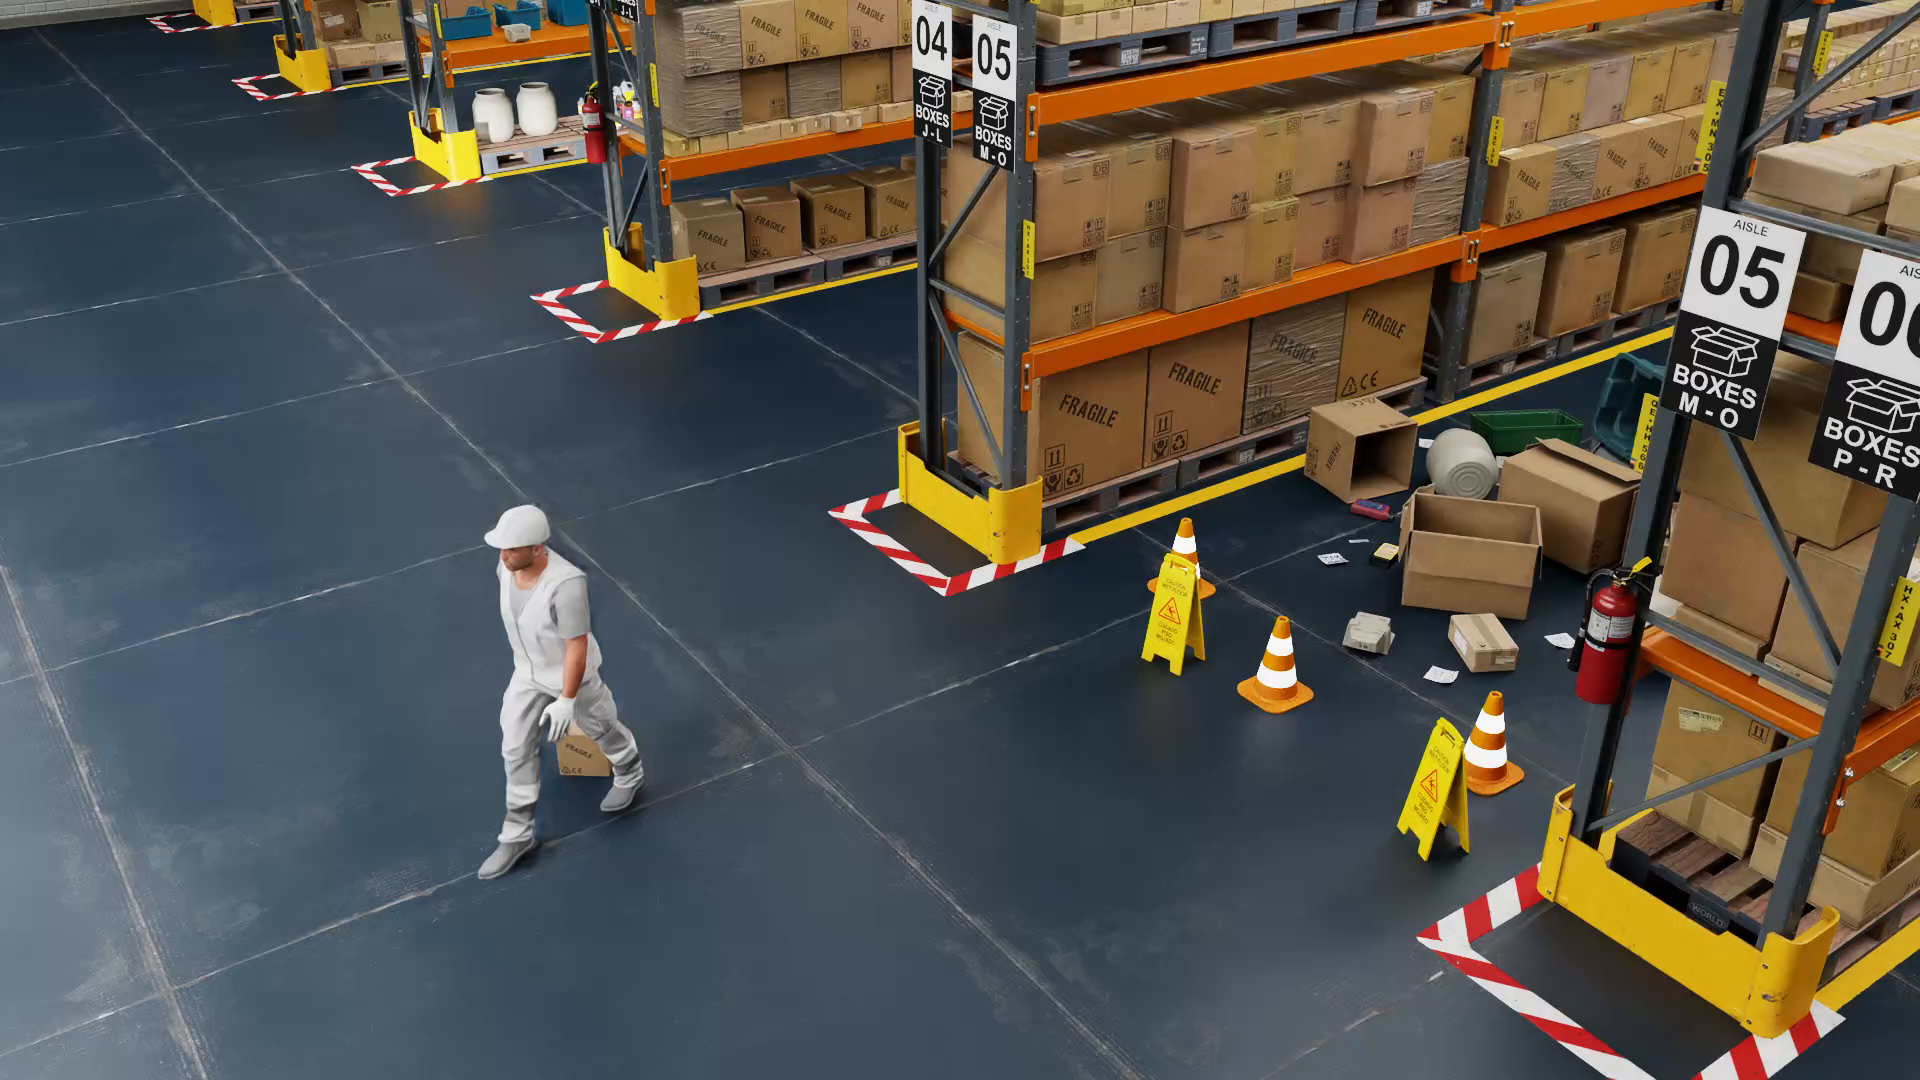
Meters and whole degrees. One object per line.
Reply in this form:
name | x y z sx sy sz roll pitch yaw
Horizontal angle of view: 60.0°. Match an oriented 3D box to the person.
person | -1.839 0.624 7.454 0.568 1.788 0.895 16 32 27
